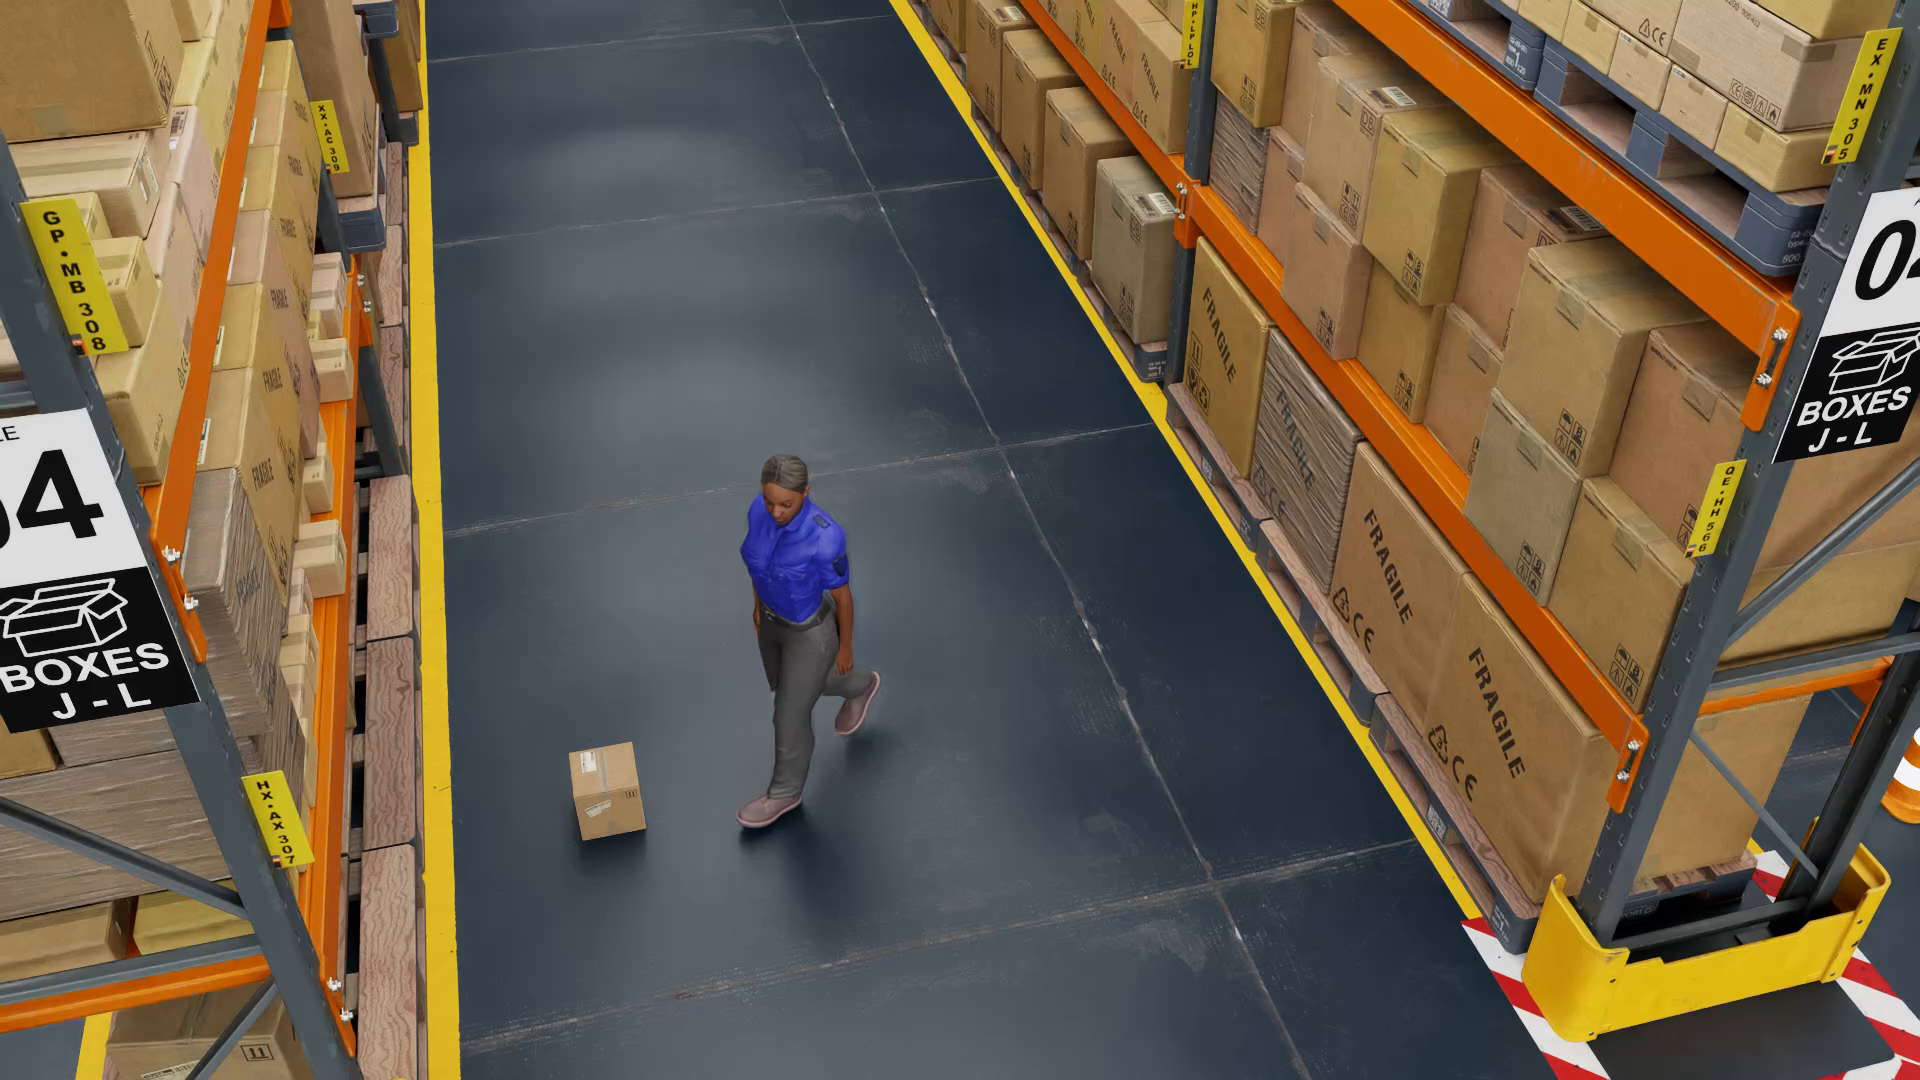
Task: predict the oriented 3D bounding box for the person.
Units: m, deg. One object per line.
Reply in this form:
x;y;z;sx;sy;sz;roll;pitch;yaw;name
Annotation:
-0.568;0.269;6.337;0.652;1.561;0.482;-30;47;-32;person
